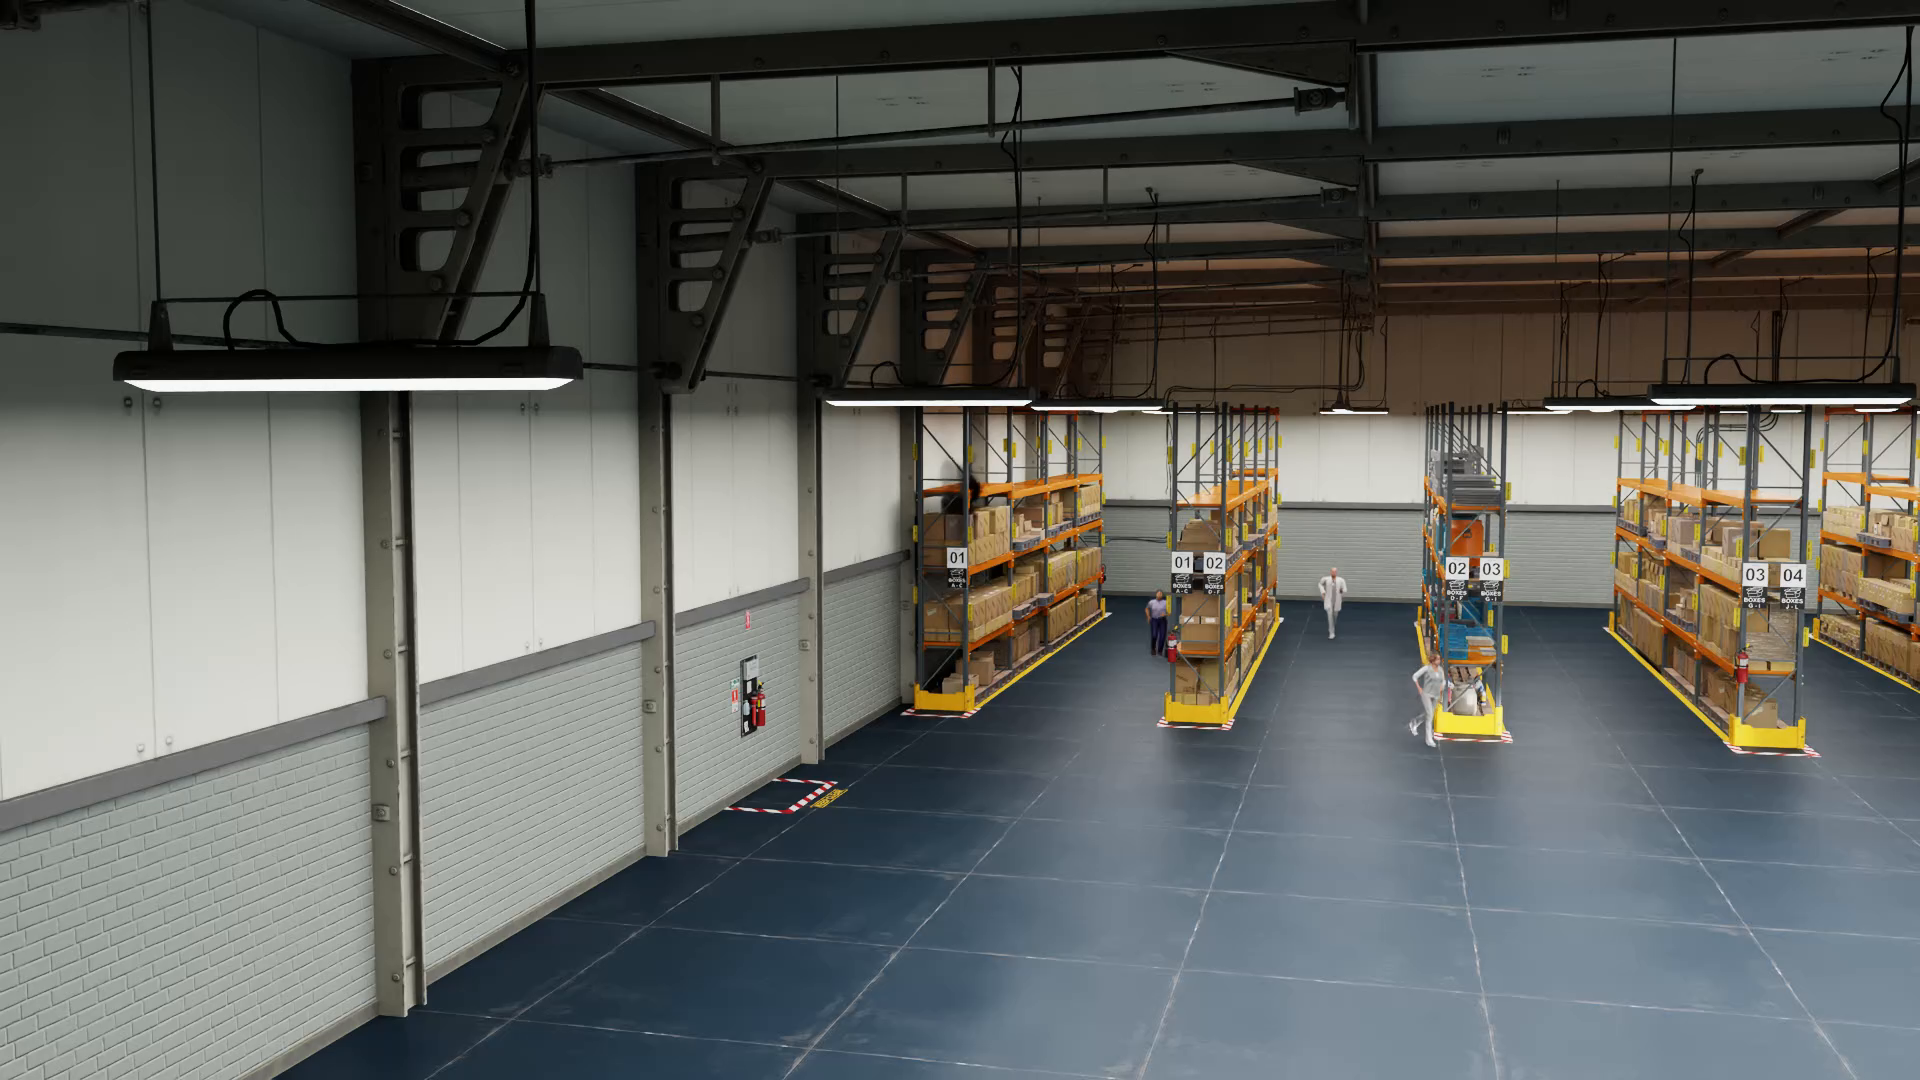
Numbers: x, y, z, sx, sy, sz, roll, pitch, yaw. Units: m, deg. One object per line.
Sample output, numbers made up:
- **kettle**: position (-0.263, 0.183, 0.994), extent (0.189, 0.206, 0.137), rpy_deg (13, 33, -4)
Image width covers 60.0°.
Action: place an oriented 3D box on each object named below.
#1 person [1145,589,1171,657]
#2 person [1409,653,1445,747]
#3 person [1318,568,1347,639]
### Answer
- **person**: position (4.719, 1.984, 39.536), extent (0.585, 1.613, 0.629), rpy_deg (0, 4, 2)
- **person**: position (8.282, 2.786, 29.328), extent (0.586, 1.580, 0.817), rpy_deg (-1, 4, -19)
- **person**: position (9.736, 1.617, 43.399), extent (0.703, 1.805, 1.040), rpy_deg (0, 4, 4)
